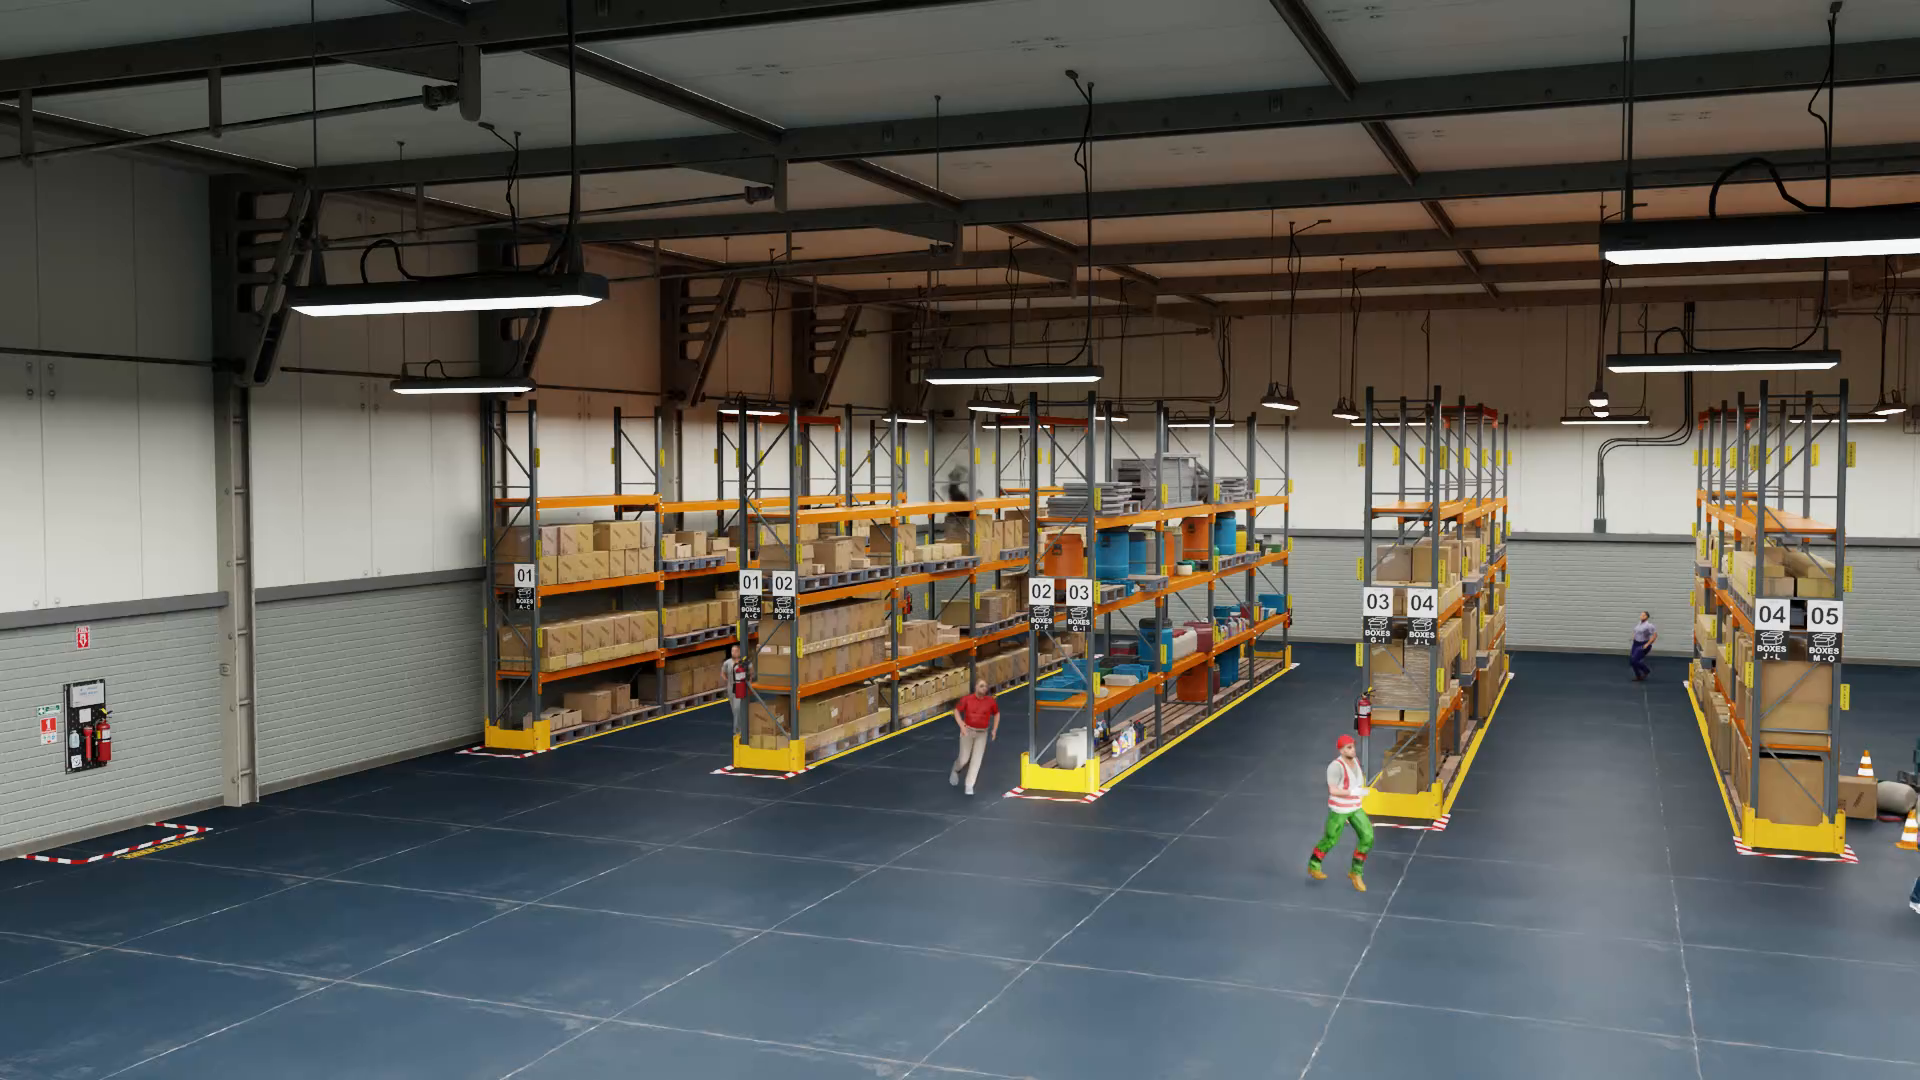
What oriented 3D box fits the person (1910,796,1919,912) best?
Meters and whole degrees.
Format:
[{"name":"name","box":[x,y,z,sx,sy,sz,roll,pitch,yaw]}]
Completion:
[{"name":"person","box":[10.677,3.321,18.152,0.528,1.568,0.587,-1,3,-17]}]

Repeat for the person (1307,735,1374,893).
[{"name":"person","box":[4.473,3.154,19.329,0.671,1.816,0.903,-2,3,-32]}]

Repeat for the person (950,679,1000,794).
[{"name":"person","box":[0.251,2.930,25.021,0.736,1.682,0.716,-1,3,-10]}]

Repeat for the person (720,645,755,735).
[{"name":"person","box":[-3.979,2.715,29.619,0.550,1.724,0.763,1,3,13]}]

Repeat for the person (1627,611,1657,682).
[{"name":"person","box":[15.201,2.382,37.128,0.485,1.601,0.674,-1,3,-14]}]
